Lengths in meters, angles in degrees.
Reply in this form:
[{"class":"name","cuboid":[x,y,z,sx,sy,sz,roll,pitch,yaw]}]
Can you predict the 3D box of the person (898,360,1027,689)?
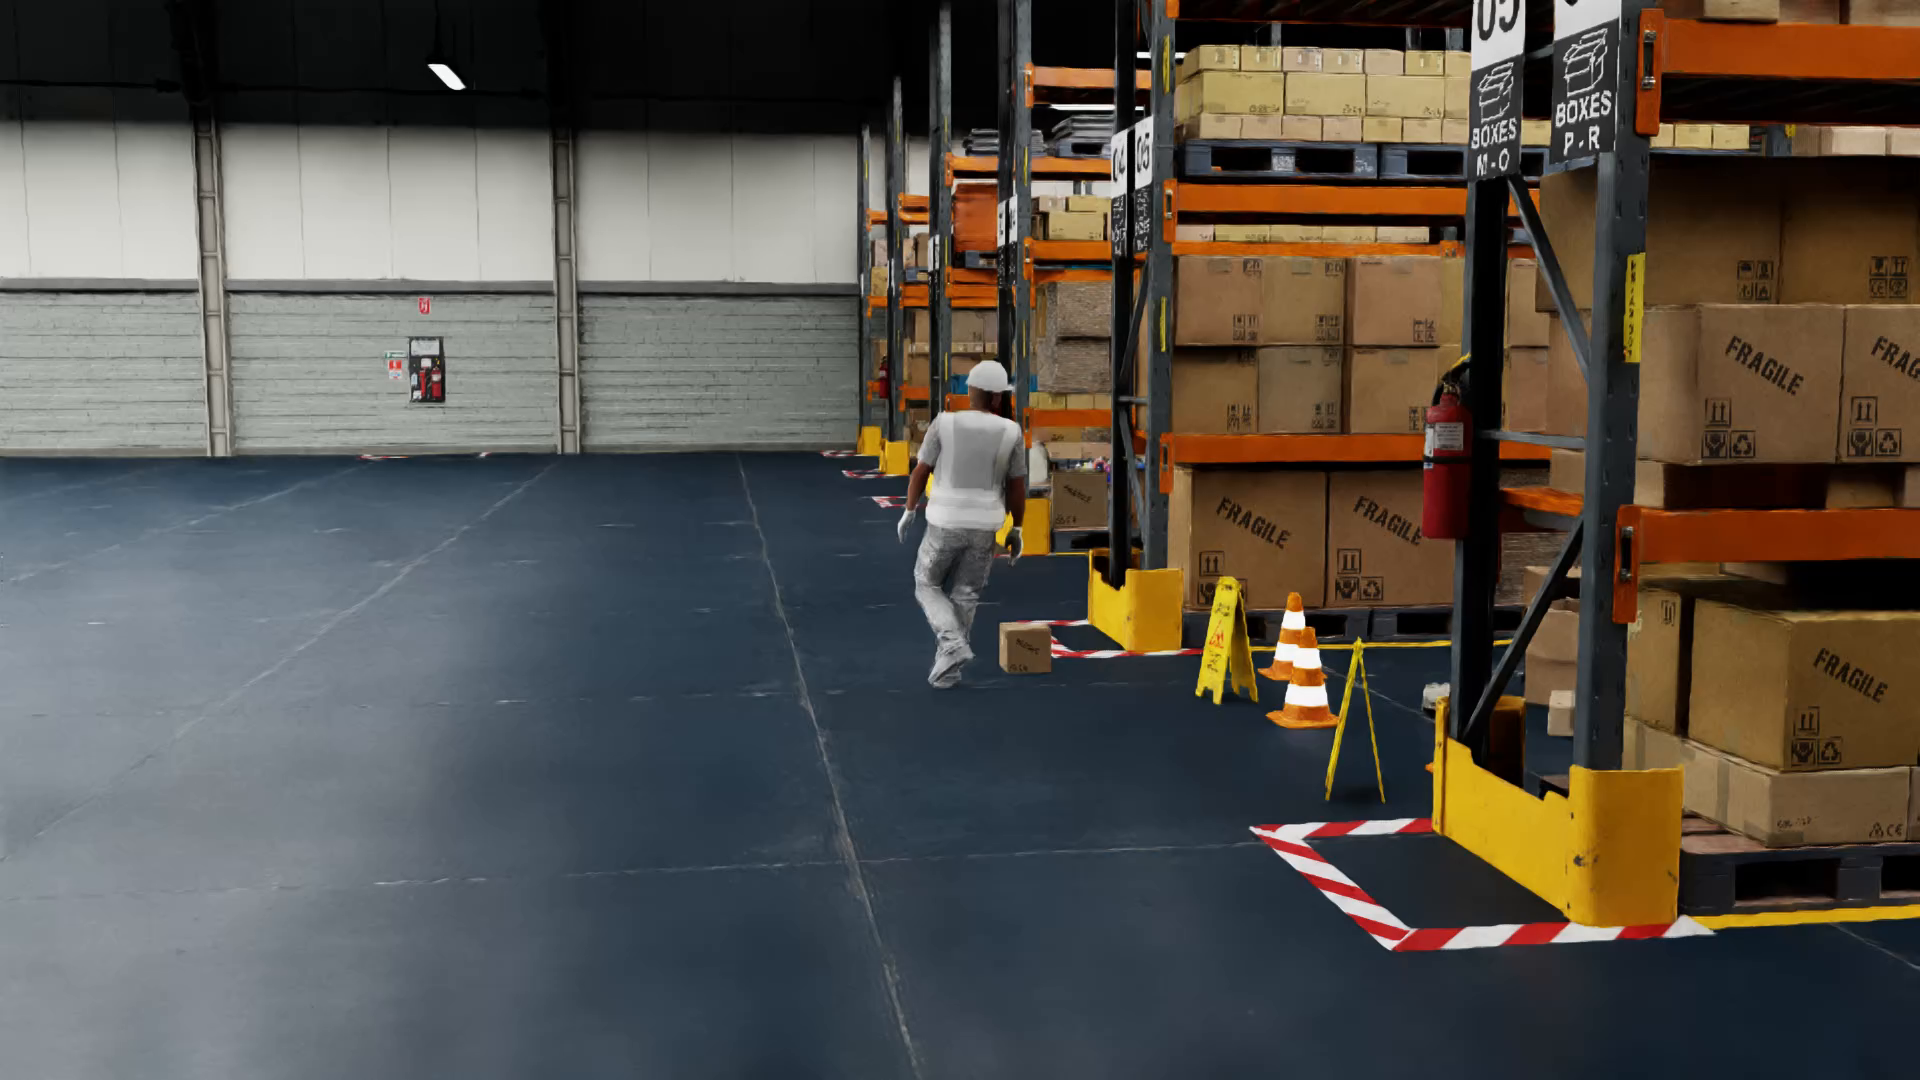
[{"class":"person","cuboid":[0.011,-0.074,8.835,0.667,1.761,0.612,-1,6,-8]}]
